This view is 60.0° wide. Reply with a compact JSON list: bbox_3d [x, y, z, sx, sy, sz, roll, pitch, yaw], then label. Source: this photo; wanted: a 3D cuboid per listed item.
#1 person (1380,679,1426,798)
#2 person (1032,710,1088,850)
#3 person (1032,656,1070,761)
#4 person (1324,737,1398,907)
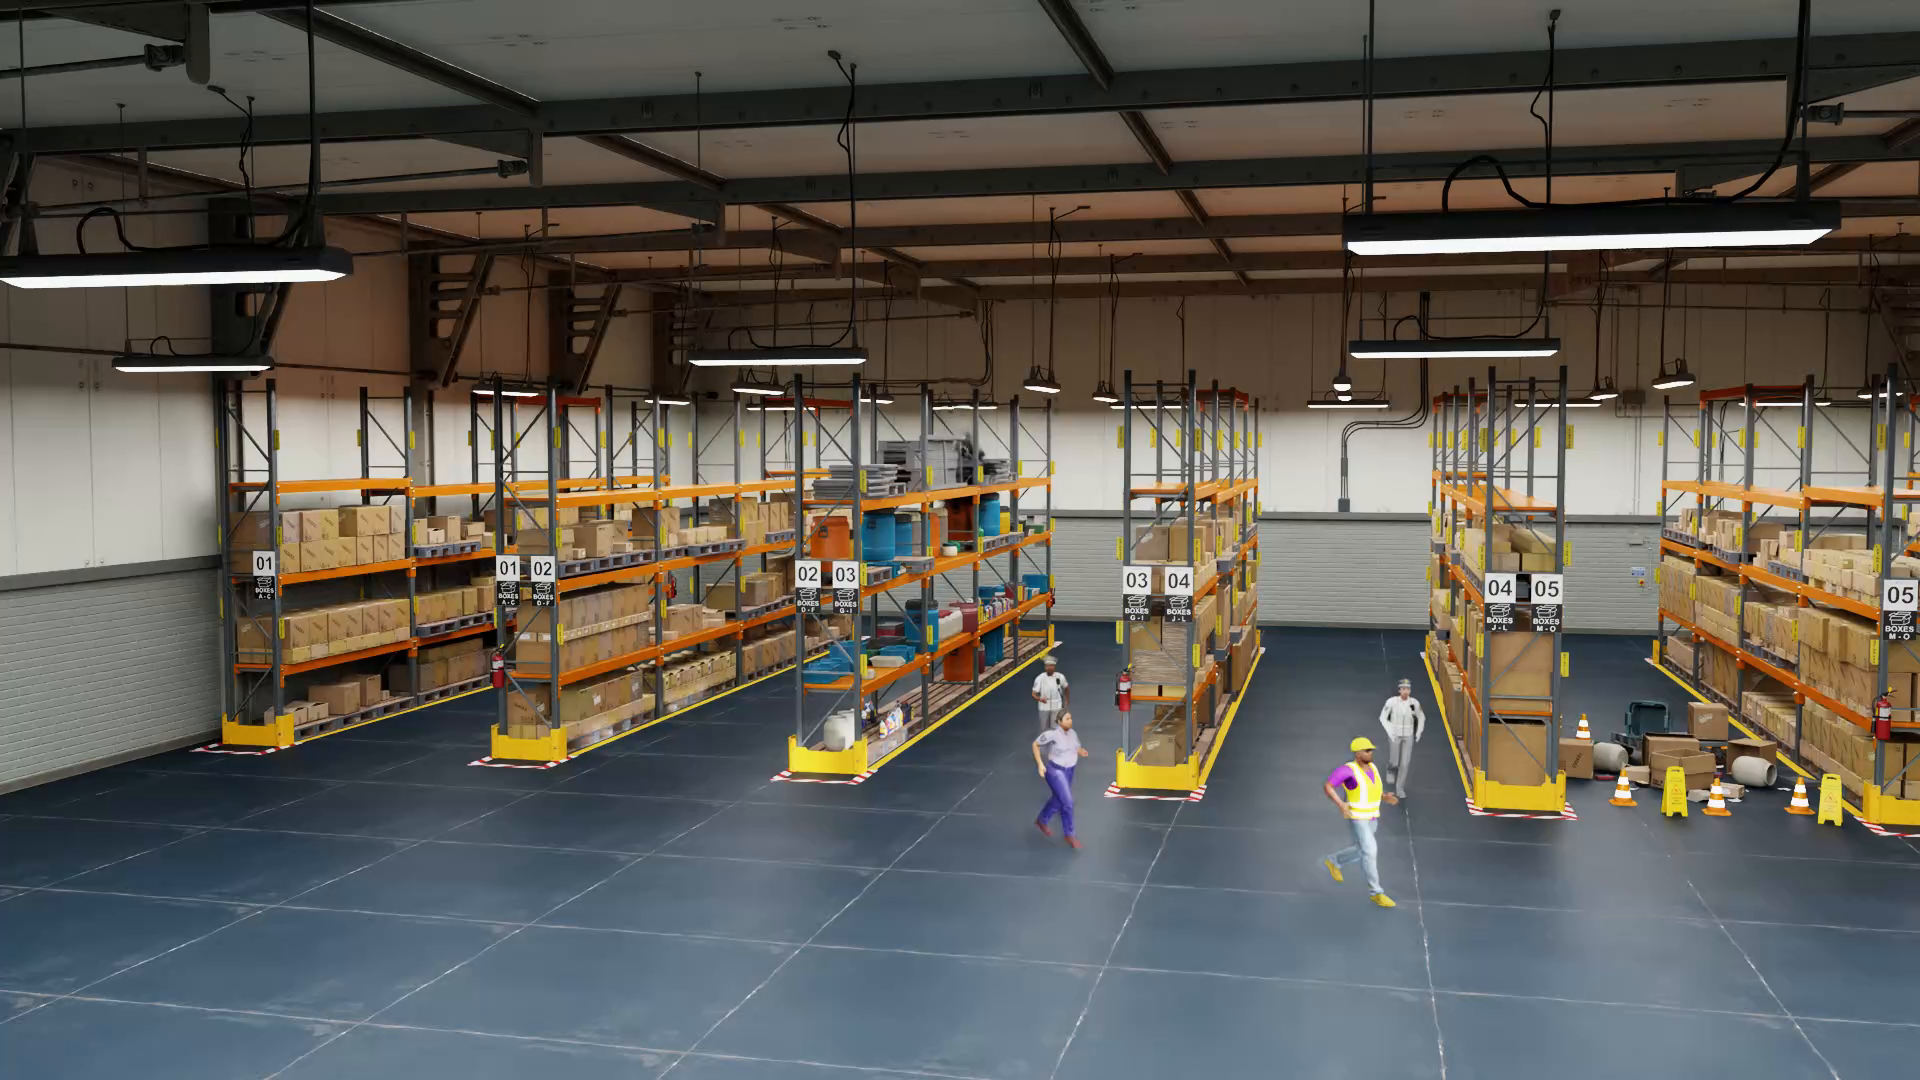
[{"bbox_3d":[6.270,2.772,23.575,0.642,1.668,0.640,0,3,5],"label":"person"},{"bbox_3d":[1.230,2.933,20.602,0.855,1.693,0.580,3,5,41],"label":"person"},{"bbox_3d":[1.399,2.624,25.619,0.586,1.710,0.864,0,3,2],"label":"person"},{"bbox_3d":[4.361,3.030,18.128,0.700,1.773,0.968,-3,5,-41],"label":"person"}]
